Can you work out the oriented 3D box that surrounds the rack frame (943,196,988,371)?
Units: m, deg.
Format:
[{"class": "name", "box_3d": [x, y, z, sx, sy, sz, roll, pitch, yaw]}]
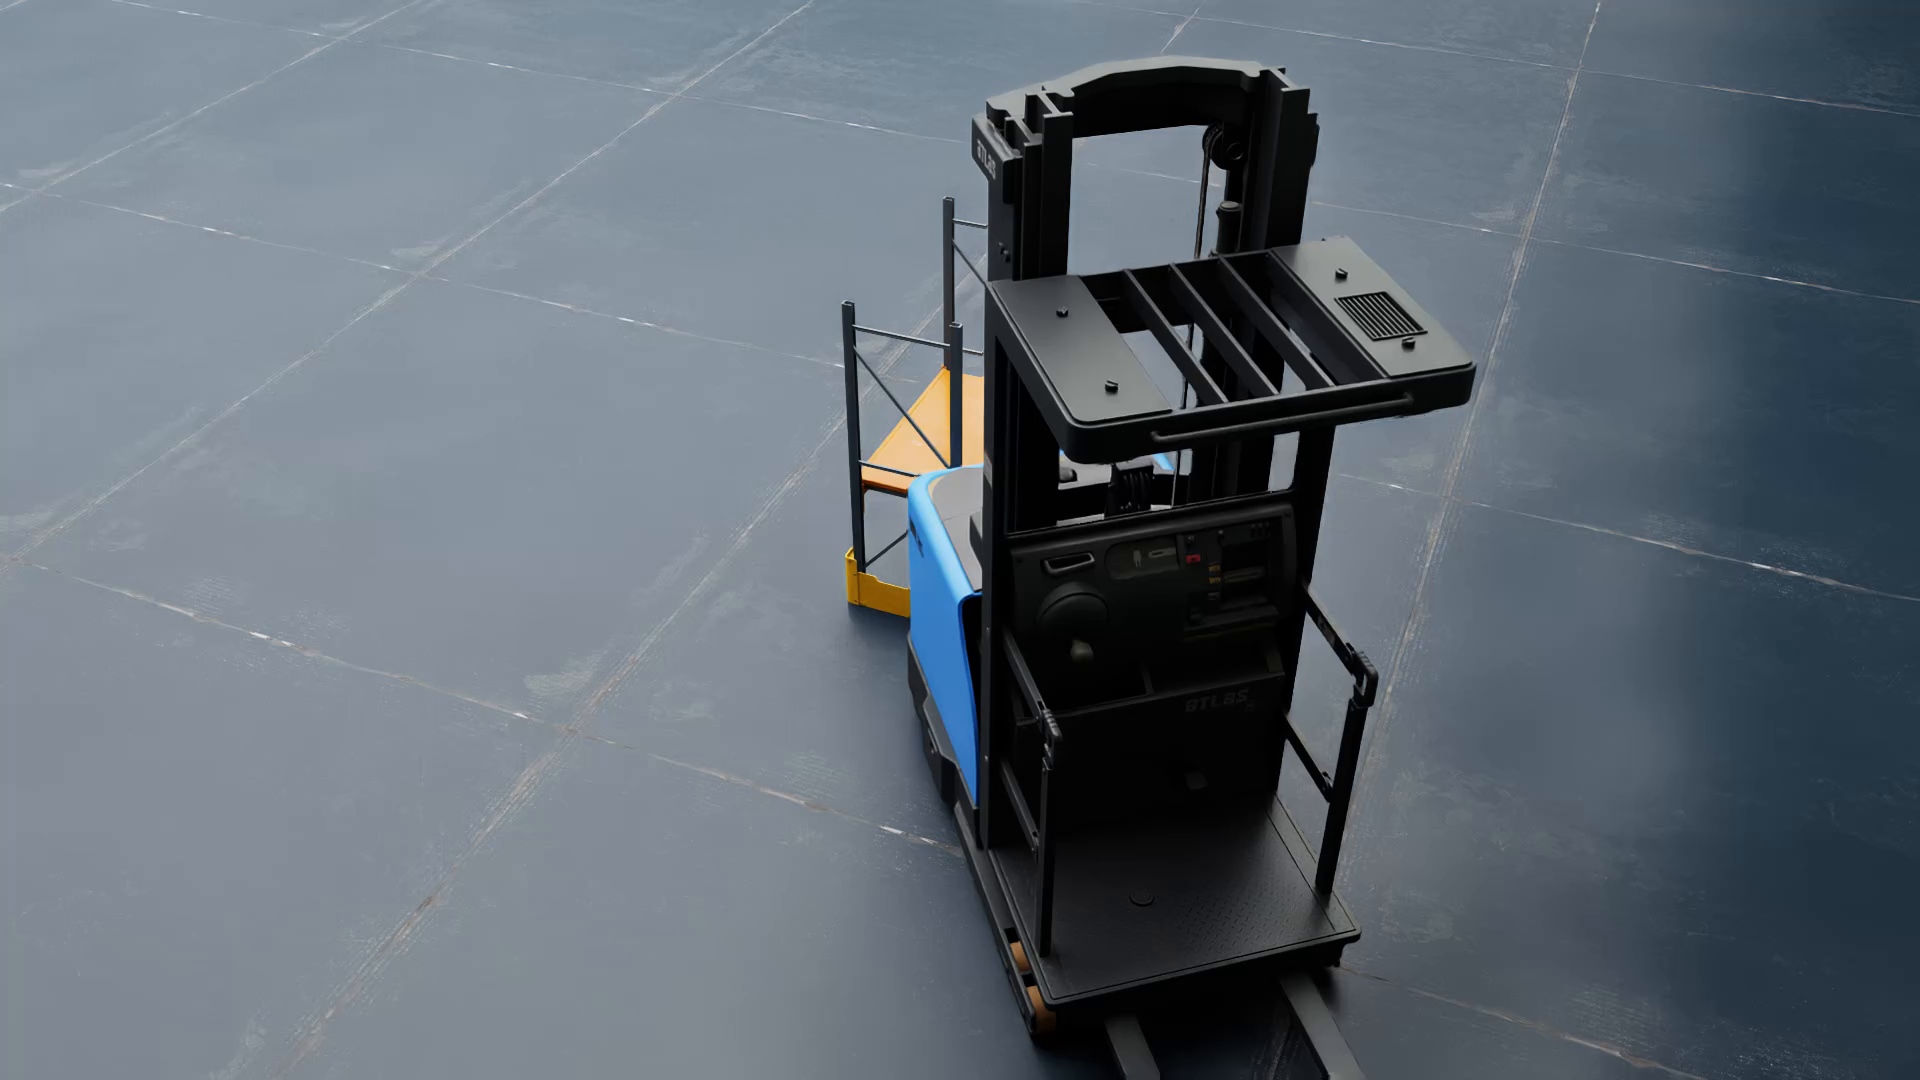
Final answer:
[{"class": "rack frame", "box_3d": [0.161, -0.835, 7.614, 0.500, 1.500, 0.032, 14, 39, 18]}]

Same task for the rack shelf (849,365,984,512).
[{"class": "rack shelf", "box_3d": [-0.032, -0.409, 7.345, 0.538, 0.185, 1.000, 14, 39, 18]}]

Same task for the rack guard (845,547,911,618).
[{"class": "rack guard", "box_3d": [-0.218, 0.218, 7.250, 0.587, 0.250, 0.087, 14, 39, 18]}]

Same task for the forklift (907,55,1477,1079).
[{"class": "forklift", "box_3d": [0.671, 0.209, 5.022, 1.130, 2.935, 3.031, -9, 38, -12]}]

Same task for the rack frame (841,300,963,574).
[{"class": "rack frame", "box_3d": [-0.226, -0.272, 6.861, 0.500, 1.500, 0.032, 14, 39, 18]}]

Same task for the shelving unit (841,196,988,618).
[{"class": "shelving unit", "box_3d": [-0.029, -0.559, 7.245, 0.587, 1.500, 1.083, 14, 39, 18]}]
